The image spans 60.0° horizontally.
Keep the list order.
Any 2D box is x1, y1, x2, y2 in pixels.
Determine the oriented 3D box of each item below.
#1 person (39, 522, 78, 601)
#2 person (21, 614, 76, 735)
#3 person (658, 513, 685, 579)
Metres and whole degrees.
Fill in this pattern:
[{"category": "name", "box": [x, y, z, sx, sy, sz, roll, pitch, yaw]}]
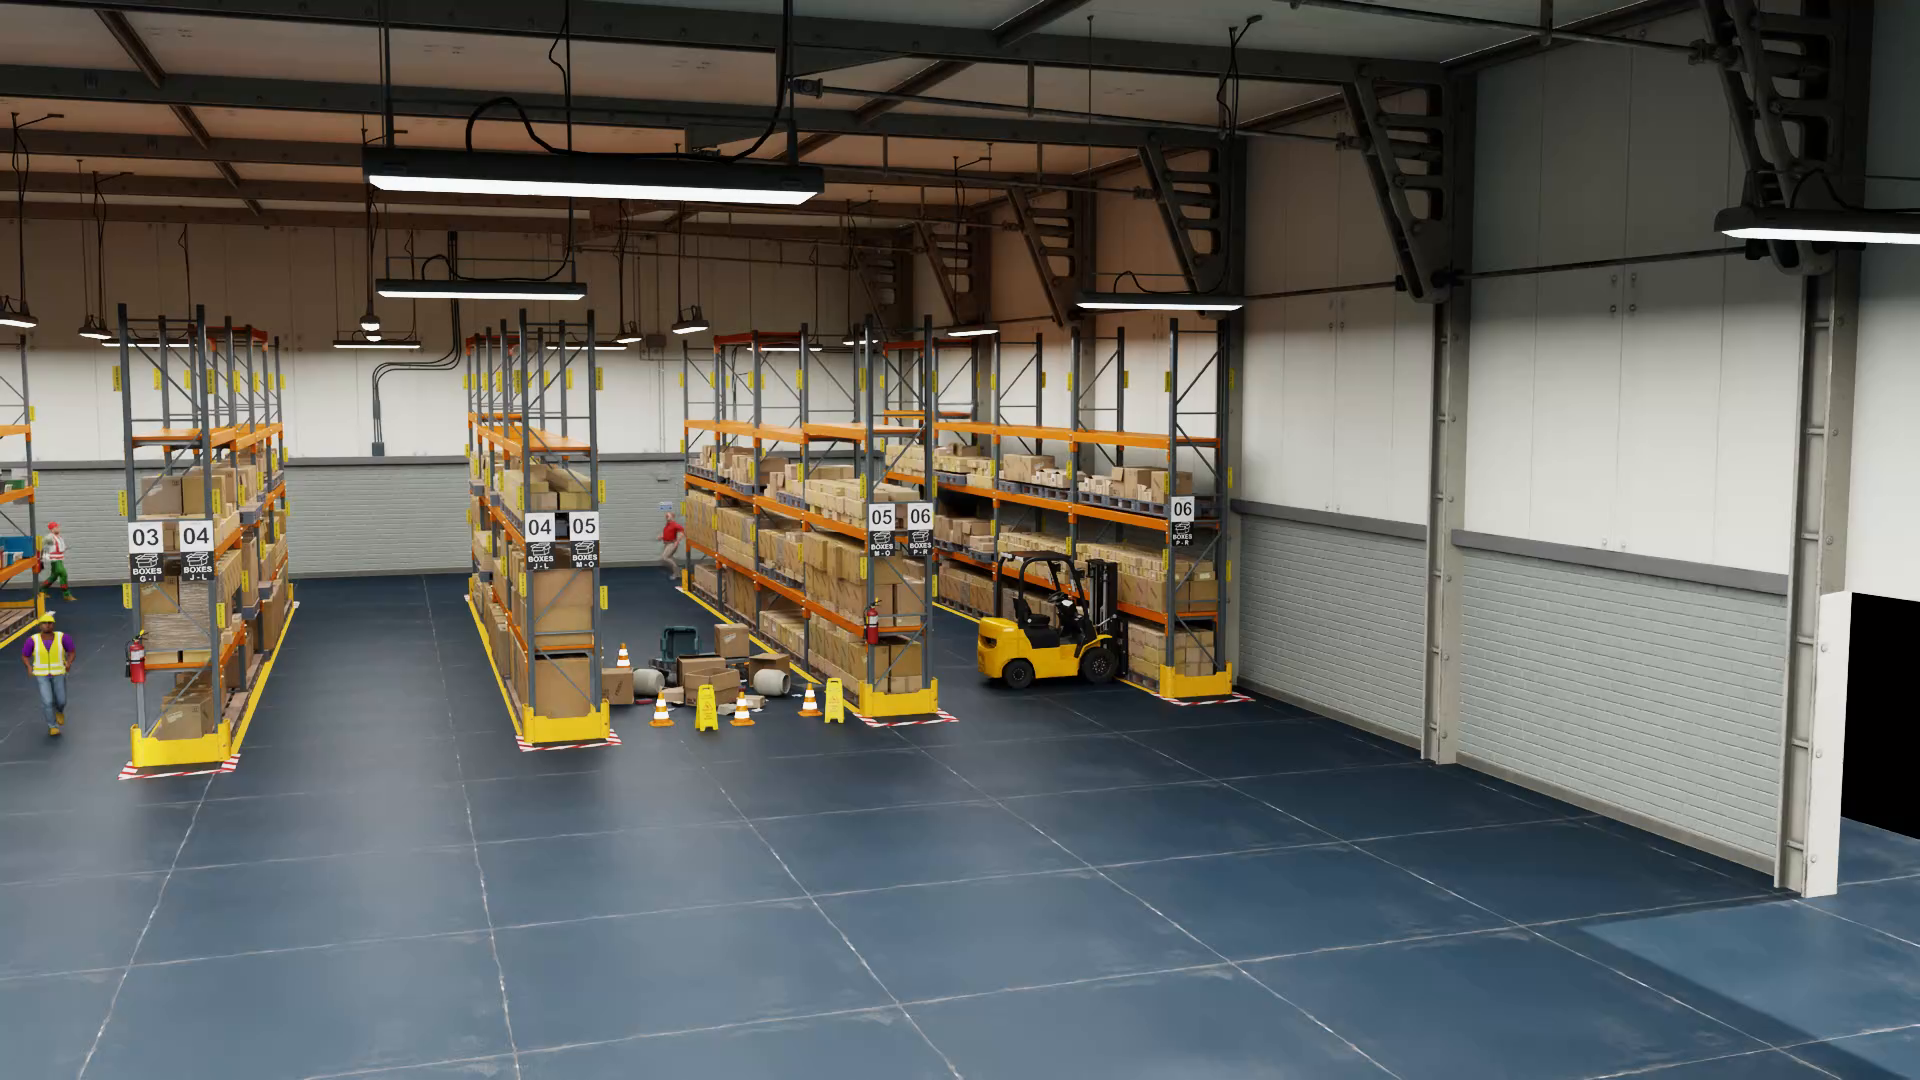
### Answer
[{"category": "person", "box": [-20.601, 0.494, 37.898, 0.917, 1.814, 0.660, -1, 5, -6]}, {"category": "person", "box": [-12.948, 1.902, 23.652, 0.686, 1.722, 0.589, -3, 6, -30]}, {"category": "person", "box": [-7.377, 0.153, 42.196, 0.636, 1.678, 0.618, -4, 7, -36]}]
